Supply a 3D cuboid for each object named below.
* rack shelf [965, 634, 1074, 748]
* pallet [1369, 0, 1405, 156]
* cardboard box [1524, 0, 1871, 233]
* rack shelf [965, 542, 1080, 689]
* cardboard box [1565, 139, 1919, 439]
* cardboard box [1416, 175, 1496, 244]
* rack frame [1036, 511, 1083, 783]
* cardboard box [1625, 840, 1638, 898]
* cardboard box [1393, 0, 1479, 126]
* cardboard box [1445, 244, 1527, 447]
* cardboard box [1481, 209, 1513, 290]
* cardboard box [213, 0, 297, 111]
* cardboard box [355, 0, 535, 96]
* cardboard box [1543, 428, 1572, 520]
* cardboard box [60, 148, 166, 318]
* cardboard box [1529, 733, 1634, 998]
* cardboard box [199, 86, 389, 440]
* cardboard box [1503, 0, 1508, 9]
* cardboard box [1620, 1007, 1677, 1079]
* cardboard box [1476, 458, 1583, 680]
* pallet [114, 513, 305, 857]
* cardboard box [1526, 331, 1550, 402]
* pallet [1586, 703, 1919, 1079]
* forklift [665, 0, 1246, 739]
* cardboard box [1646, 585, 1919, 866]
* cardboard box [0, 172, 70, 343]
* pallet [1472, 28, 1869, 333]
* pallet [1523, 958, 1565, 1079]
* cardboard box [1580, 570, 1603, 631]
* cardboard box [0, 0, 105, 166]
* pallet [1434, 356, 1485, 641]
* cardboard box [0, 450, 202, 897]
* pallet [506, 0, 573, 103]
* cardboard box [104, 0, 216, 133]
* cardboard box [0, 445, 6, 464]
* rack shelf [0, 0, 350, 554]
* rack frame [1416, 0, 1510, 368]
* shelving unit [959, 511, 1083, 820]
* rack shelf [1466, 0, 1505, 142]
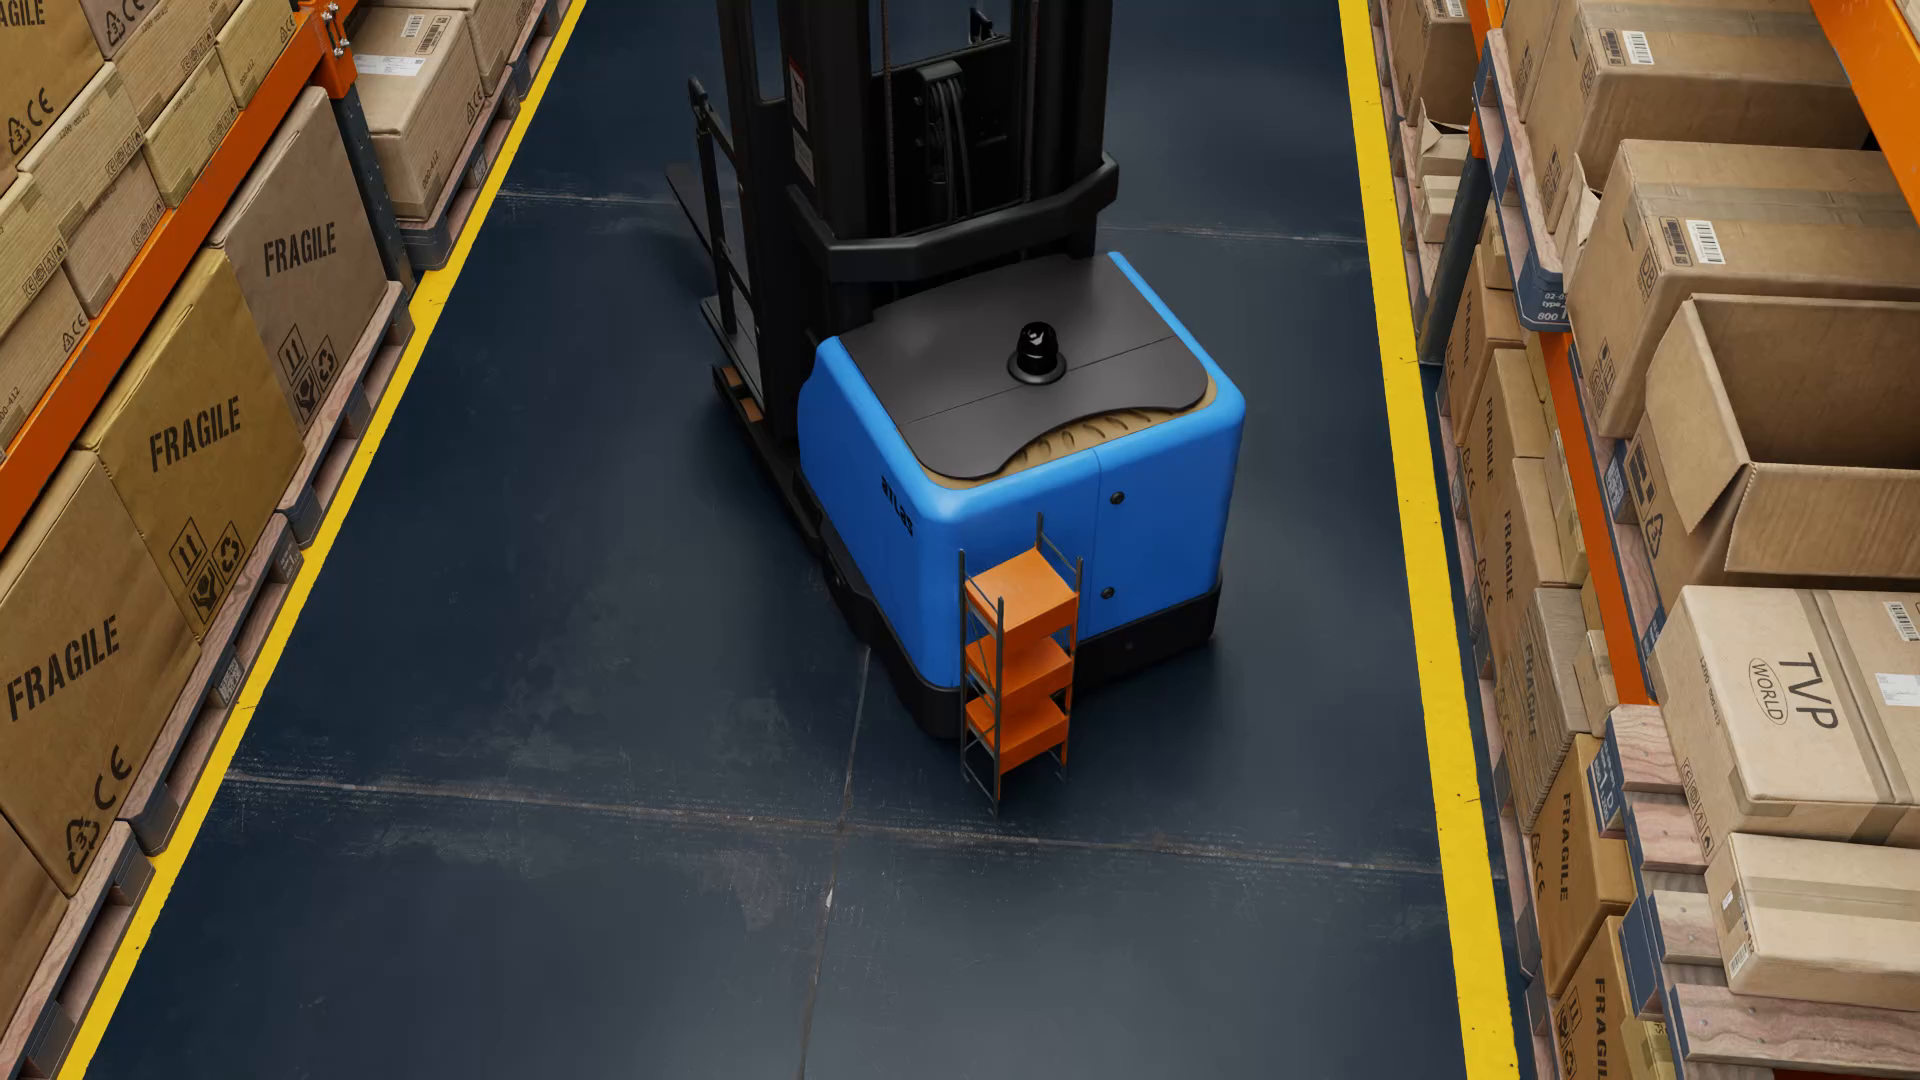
[{"bbox_3d":[0.159,0.388,4.691,0.240,0.259,0.215,-26,54,-20],"label":"rack shelf"},{"bbox_3d":[2.431,-2.152,7.576,1.003,0.211,1.213,4,48,4],"label":"pallet"},{"bbox_3d":[1.945,-1.144,4.412,0.700,0.500,0.500,4,48,4],"label":"cardboard box"},{"bbox_3d":[0.158,0.203,4.477,0.240,0.259,0.215,-26,54,-20],"label":"rack shelf"},{"bbox_3d":[1.873,-0.568,3.884,0.700,0.500,0.500,4,48,3],"label":"cardboard box"},{"bbox_3d":[2.017,-1.299,6.552,0.380,0.149,0.250,3,48,2],"label":"cardboard box"},{"bbox_3d":[0.262,0.332,4.726,0.008,1.050,0.200,-26,54,-20],"label":"rack frame"},{"bbox_3d":[1.818,0.768,3.984,0.380,0.149,0.250,5,48,5],"label":"cardboard box"},{"bbox_3d":[2.262,-2.096,7.044,0.700,0.500,0.500,2,48,2],"label":"cardboard box"},{"bbox_3d":[1.991,-0.648,5.719,0.500,0.500,0.500,6,48,5],"label":"cardboard box"},{"bbox_3d":[1.961,-0.961,5.566,0.380,0.149,0.250,6,48,5],"label":"cardboard box"},{"bbox_3d":[-2.474,-1.624,5.304,0.500,0.250,0.500,3,48,3],"label":"cardboard box"},{"bbox_3d":[-2.440,-2.410,7.373,0.875,0.438,0.875,3,48,2],"label":"cardboard box"},{"bbox_3d":[1.929,-0.180,4.851,0.380,0.149,0.250,4,48,3],"label":"cardboard box"},{"bbox_3d":[-2.587,-0.880,4.624,0.500,0.250,0.500,3,48,2],"label":"cardboard box"},{"bbox_3d":[1.820,0.874,4.327,0.500,0.500,0.500,6,48,5],"label":"cardboard box"},{"bbox_3d":[-2.661,-0.985,5.773,0.875,0.875,0.875,5,48,5],"label":"cardboard box"},{"bbox_3d":[2.036,-1.857,5.585,0.380,0.149,0.250,4,48,4],"label":"cardboard box"},{"bbox_3d":[1.681,1.150,3.635,0.380,0.149,0.250,2,48,2],"label":"cardboard box"},{"bbox_3d":[1.902,0.111,5.025,0.500,0.500,0.500,3,48,2],"label":"cardboard box"},{"bbox_3d":[-2.788,0.391,5.249,1.003,0.211,1.213,4,48,4],"label":"pallet"},{"bbox_3d":[2.001,-0.563,5.202,0.380,0.149,0.250,2,48,2],"label":"cardboard box"},{"bbox_3d":[1.886,0.811,3.105,1.213,0.211,1.003,4,48,4],"label":"pallet"},{"bbox_3d":[-0.262,-1.480,5.117,1.130,2.935,3.031,-19,50,-17],"label":"forklift"},{"bbox_3d":[1.668,0.361,3.204,0.500,0.250,0.500,2,48,2],"label":"cardboard box"},{"bbox_3d":[-2.592,-0.673,4.095,0.500,0.250,0.500,5,48,4],"label":"cardboard box"},{"bbox_3d":[2.077,-1.045,4.803,1.003,0.211,1.213,4,48,4],"label":"pallet"},{"bbox_3d":[2.000,1.644,4.103,1.003,0.211,1.213,4,48,4],"label":"pallet"},{"bbox_3d":[1.909,0.203,4.502,0.380,0.149,0.250,4,48,4],"label":"cardboard box"},{"bbox_3d":[-2.581,-1.295,4.156,0.500,0.500,0.500,5,48,5],"label":"cardboard box"},{"bbox_3d":[2.222,-0.149,5.743,1.003,0.211,1.213,4,48,4],"label":"pallet"},{"bbox_3d":[-2.818,0.336,4.565,0.875,0.875,0.875,4,48,4],"label":"cardboard box"},{"bbox_3d":[-2.429,-2.532,7.923,1.003,0.211,1.213,4,48,4],"label":"pallet"},{"bbox_3d":[-2.521,-1.431,4.789,0.500,0.250,0.500,5,48,4],"label":"cardboard box"},{"bbox_3d":[-2.671,-0.137,3.945,0.500,0.250,0.500,5,48,5],"label":"cardboard box"},{"bbox_3d":[-2.867,-0.309,4.487,1.077,0.370,4.000,4,48,4],"label":"rack shelf"},{"bbox_3d":[2.259,-1.690,5.263,1.000,3.000,0.127,4,48,4],"label":"rack frame"},{"bbox_3d":[0.159,0.382,4.683,0.252,1.050,0.215,-26,54,-20],"label":"shelving unit"},{"bbox_3d":[2.441,-2.917,6.873,1.077,0.370,4.000,4,48,4],"label":"rack shelf"}]
